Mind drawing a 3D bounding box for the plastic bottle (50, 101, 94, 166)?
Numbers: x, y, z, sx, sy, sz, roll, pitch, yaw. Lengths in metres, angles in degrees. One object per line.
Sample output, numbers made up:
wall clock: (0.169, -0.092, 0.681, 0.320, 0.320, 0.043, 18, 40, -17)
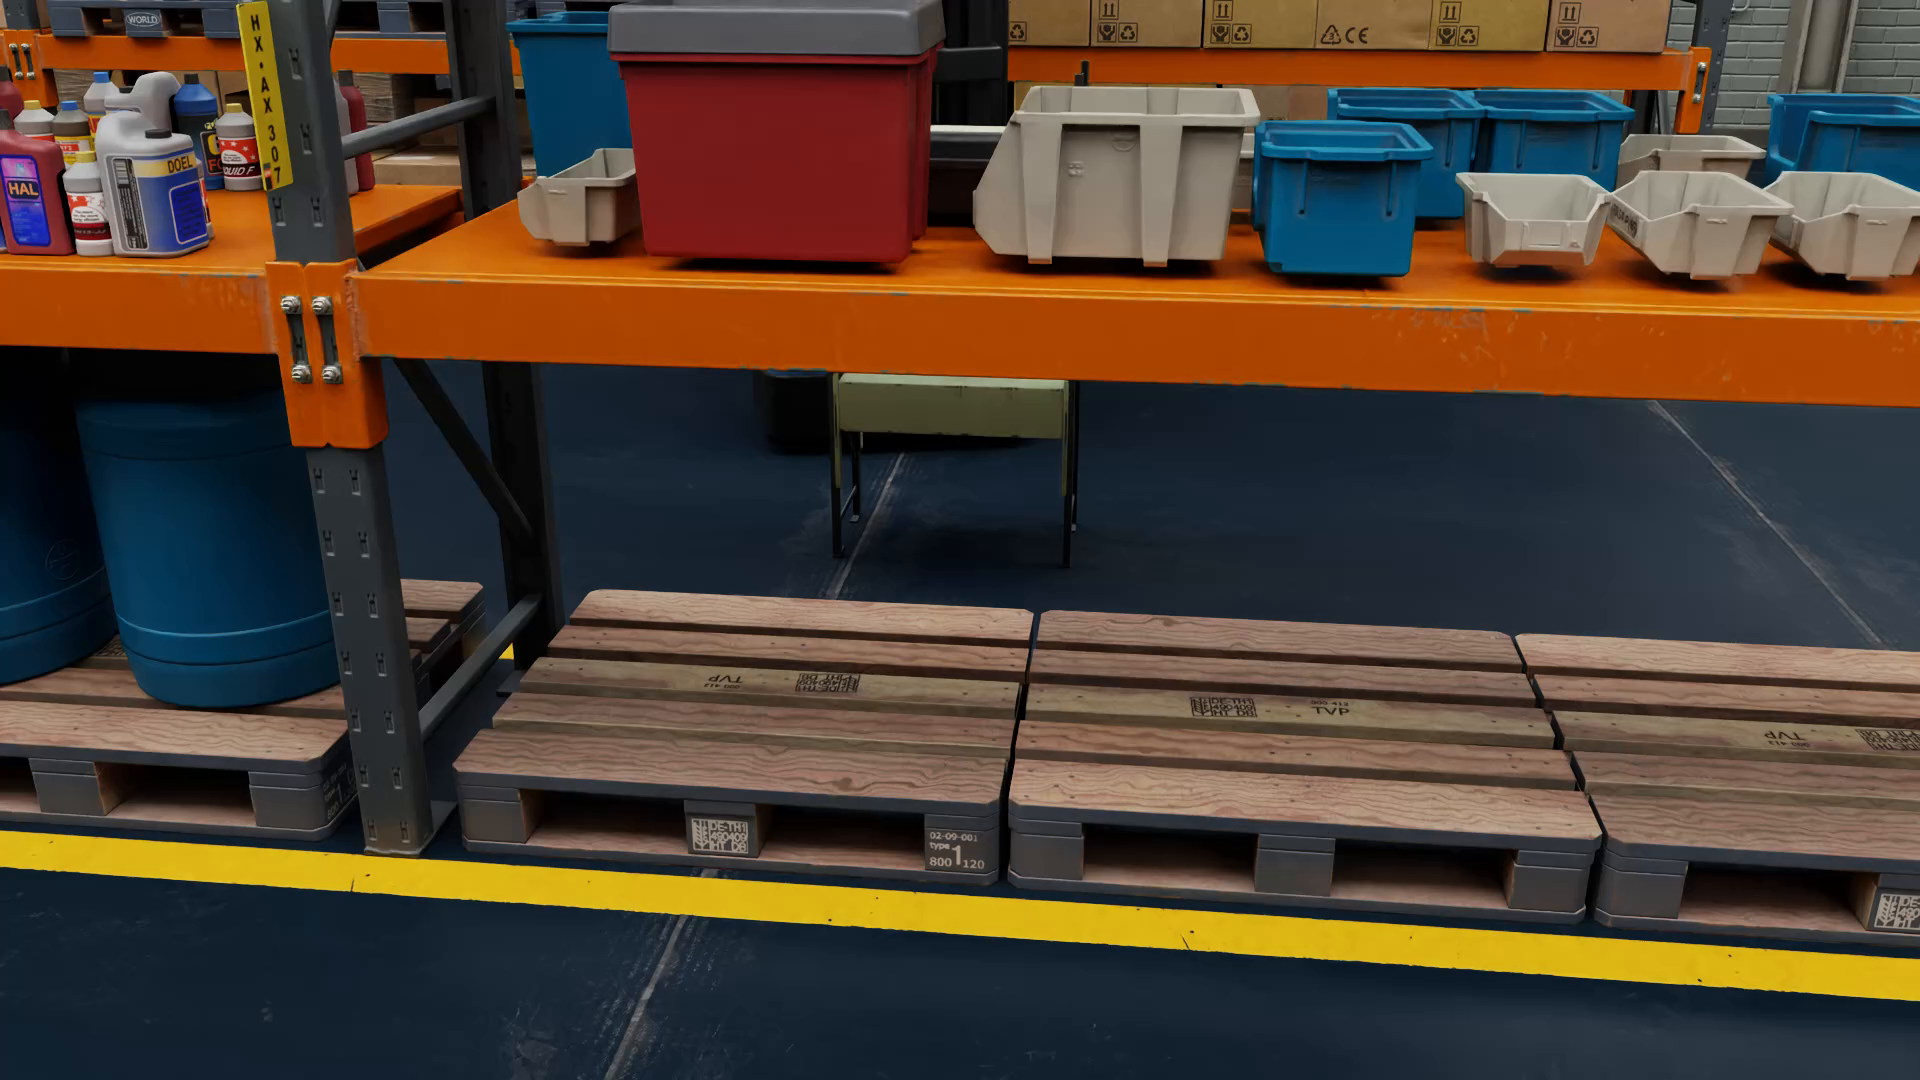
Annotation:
plastic bottle: (-2.181, -0.979, 4.105, 0.097, 0.201, 0.097, 0, 22, 0)

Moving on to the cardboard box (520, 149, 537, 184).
cardboard box: (-2.119, -1.690, 8.437, 0.500, 0.500, 0.500, 3, 22, 7)

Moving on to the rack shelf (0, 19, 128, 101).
rack shelf: (-6.566, -2.610, 8.940, 4.000, 0.370, 1.077, 2, 22, 6)

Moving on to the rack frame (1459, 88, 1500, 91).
rack frame: (3.944, -4.321, 12.289, 0.127, 3.000, 1.000, 2, 22, 6)

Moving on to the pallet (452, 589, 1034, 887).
pallet: (-0.459, 0.438, 4.046, 1.213, 0.211, 1.003, 2, 22, 6)

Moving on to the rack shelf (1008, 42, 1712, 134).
rack shelf: (1.379, -2.264, 8.065, 4.000, 0.370, 1.077, 2, 22, 6)

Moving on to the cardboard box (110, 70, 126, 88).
cardboard box: (-6.720, -3.852, 13.906, 0.500, 0.500, 0.700, 2, 22, 5)

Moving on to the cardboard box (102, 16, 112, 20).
cardboard box: (-6.802, -4.187, 13.733, 0.500, 0.250, 0.500, 2, 22, 5)

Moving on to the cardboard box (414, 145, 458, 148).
cardboard box: (-2.587, -1.903, 8.974, 0.500, 0.500, 0.500, 2, 22, 4)

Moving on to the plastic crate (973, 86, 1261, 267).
plastic crate: (0.301, -0.716, 3.251, 0.530, 0.282, 0.437, 2, 22, 6)

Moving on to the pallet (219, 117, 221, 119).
pallet: (-5.984, -3.458, 13.900, 1.213, 0.211, 1.003, 2, 22, 6)

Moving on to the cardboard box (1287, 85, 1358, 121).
cardboard box: (2.740, -3.369, 12.710, 0.500, 0.500, 0.700, 2, 22, 6)

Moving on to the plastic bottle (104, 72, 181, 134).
plastic bottle: (-1.972, -0.994, 4.043, 0.135, 0.276, 0.152, 2, 22, 6)

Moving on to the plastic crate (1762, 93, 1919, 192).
plastic crate: (1.918, -0.813, 3.563, 0.300, 0.233, 0.416, 2, 22, 6)

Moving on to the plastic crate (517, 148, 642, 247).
plastic crate: (-0.749, -0.710, 3.432, 0.243, 0.136, 0.396, 2, 22, 6)

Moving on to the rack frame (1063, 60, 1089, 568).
rack frame: (0.357, -0.682, 5.125, 0.023, 1.500, 0.400, 2, 22, 6)

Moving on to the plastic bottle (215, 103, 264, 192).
plastic bottle: (-1.757, -0.960, 4.059, 0.097, 0.201, 0.097, 0, 22, 0)

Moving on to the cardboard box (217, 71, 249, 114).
cardboard box: (-5.716, -3.797, 13.766, 0.500, 0.500, 0.700, 2, 22, 6)

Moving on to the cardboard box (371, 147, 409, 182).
cardboard box: (-3.143, -1.732, 8.543, 0.500, 0.500, 0.500, 2, 22, 6)

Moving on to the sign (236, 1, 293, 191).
sign: (-1.260, -0.805, 3.019, 0.005, 0.325, 0.100, 2, 22, 6)

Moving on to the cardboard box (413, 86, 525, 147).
cardboard box: (-2.550, -2.251, 8.834, 0.500, 0.250, 0.500, 2, 22, 5)

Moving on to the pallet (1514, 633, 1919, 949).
pallet: (1.964, 0.543, 3.779, 1.213, 0.211, 1.003, 2, 22, 6)

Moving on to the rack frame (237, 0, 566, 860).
rack frame: (-1.194, -0.877, 3.578, 0.127, 3.000, 1.000, 2, 22, 6)

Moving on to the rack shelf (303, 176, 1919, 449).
rack shelf: (0.792, -0.456, 3.491, 4.000, 0.370, 1.077, 2, 22, 6)

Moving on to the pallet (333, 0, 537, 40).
pallet: (-2.648, -2.686, 8.416, 1.213, 0.211, 1.003, 2, 22, 6)

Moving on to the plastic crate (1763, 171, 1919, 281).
plastic crate: (1.661, -0.596, 3.144, 0.243, 0.136, 0.396, 2, 22, 6)

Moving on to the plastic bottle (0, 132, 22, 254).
plastic bottle: (-1.986, -0.734, 3.385, 0.135, 0.276, 0.152, 2, 22, 6)

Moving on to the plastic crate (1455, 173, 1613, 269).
plastic crate: (1.085, -0.605, 3.168, 0.250, 0.136, 0.298, 2, 22, 6)

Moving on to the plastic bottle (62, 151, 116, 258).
plastic bottle: (-1.742, -0.678, 3.346, 0.097, 0.201, 0.097, 0, 22, 0)

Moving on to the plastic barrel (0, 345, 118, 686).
plastic barrel: (-2.435, -0.157, 4.039, 0.708, 0.901, 0.600, 2, 22, 6)

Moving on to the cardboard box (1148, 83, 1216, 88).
cardboard box: (1.711, -3.411, 12.816, 0.500, 0.500, 0.700, 3, 22, 8)

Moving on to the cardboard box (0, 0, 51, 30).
cardboard box: (-4.935, -2.848, 8.686, 0.500, 0.311, 0.500, 4, 22, 10)

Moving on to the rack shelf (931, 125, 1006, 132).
rack shelf: (-0.007, -1.061, 5.021, 0.720, 0.370, 0.431, 2, 22, 6)

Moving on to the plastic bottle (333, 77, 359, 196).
plastic bottle: (-1.545, -0.989, 3.929, 0.185, 0.351, 0.144, 2, 22, 6)

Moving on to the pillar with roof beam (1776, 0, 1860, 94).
pillar with roof beam: (6.221, -5.738, 7.714, 0.400, 9.000, 9.100, 2, 22, 6)

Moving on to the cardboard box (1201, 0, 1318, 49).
cardboard box: (1.377, -2.545, 7.662, 0.500, 0.500, 0.500, 2, 22, 6)

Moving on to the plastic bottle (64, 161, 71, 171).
plastic bottle: (-1.867, -0.706, 3.417, 0.097, 0.201, 0.097, 0, 22, 0)

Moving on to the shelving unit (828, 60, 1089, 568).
shelving unit: (-0.007, -0.698, 5.165, 0.755, 1.500, 0.431, 2, 22, 6)

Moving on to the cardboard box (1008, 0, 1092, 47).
cardboard box: (0.376, -2.589, 7.773, 0.500, 0.500, 0.500, 3, 22, 7)

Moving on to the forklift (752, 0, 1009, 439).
forklift: (-0.369, -2.242, 7.123, 1.130, 2.935, 3.031, -2, 22, -6)

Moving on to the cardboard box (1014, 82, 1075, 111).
cardboard box: (0.703, -3.457, 12.933, 0.500, 0.500, 0.700, 3, 22, 7)

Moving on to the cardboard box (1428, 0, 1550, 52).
cardboard box: (2.373, -2.500, 7.547, 0.500, 0.500, 0.500, 3, 22, 7)

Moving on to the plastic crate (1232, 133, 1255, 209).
plastic crate: (0.571, -0.816, 3.702, 0.466, 0.136, 0.293, 2, 22, 6)

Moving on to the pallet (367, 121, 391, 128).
pallet: (-4.776, -3.404, 13.764, 1.213, 0.211, 1.003, 2, 22, 6)

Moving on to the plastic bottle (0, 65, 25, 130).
plastic bottle: (-2.390, -1.033, 4.130, 0.133, 0.283, 0.061, 2, 22, 6)

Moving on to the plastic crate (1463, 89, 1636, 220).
plastic crate: (1.264, -0.842, 3.635, 0.300, 0.233, 0.416, 2, 22, 6)
